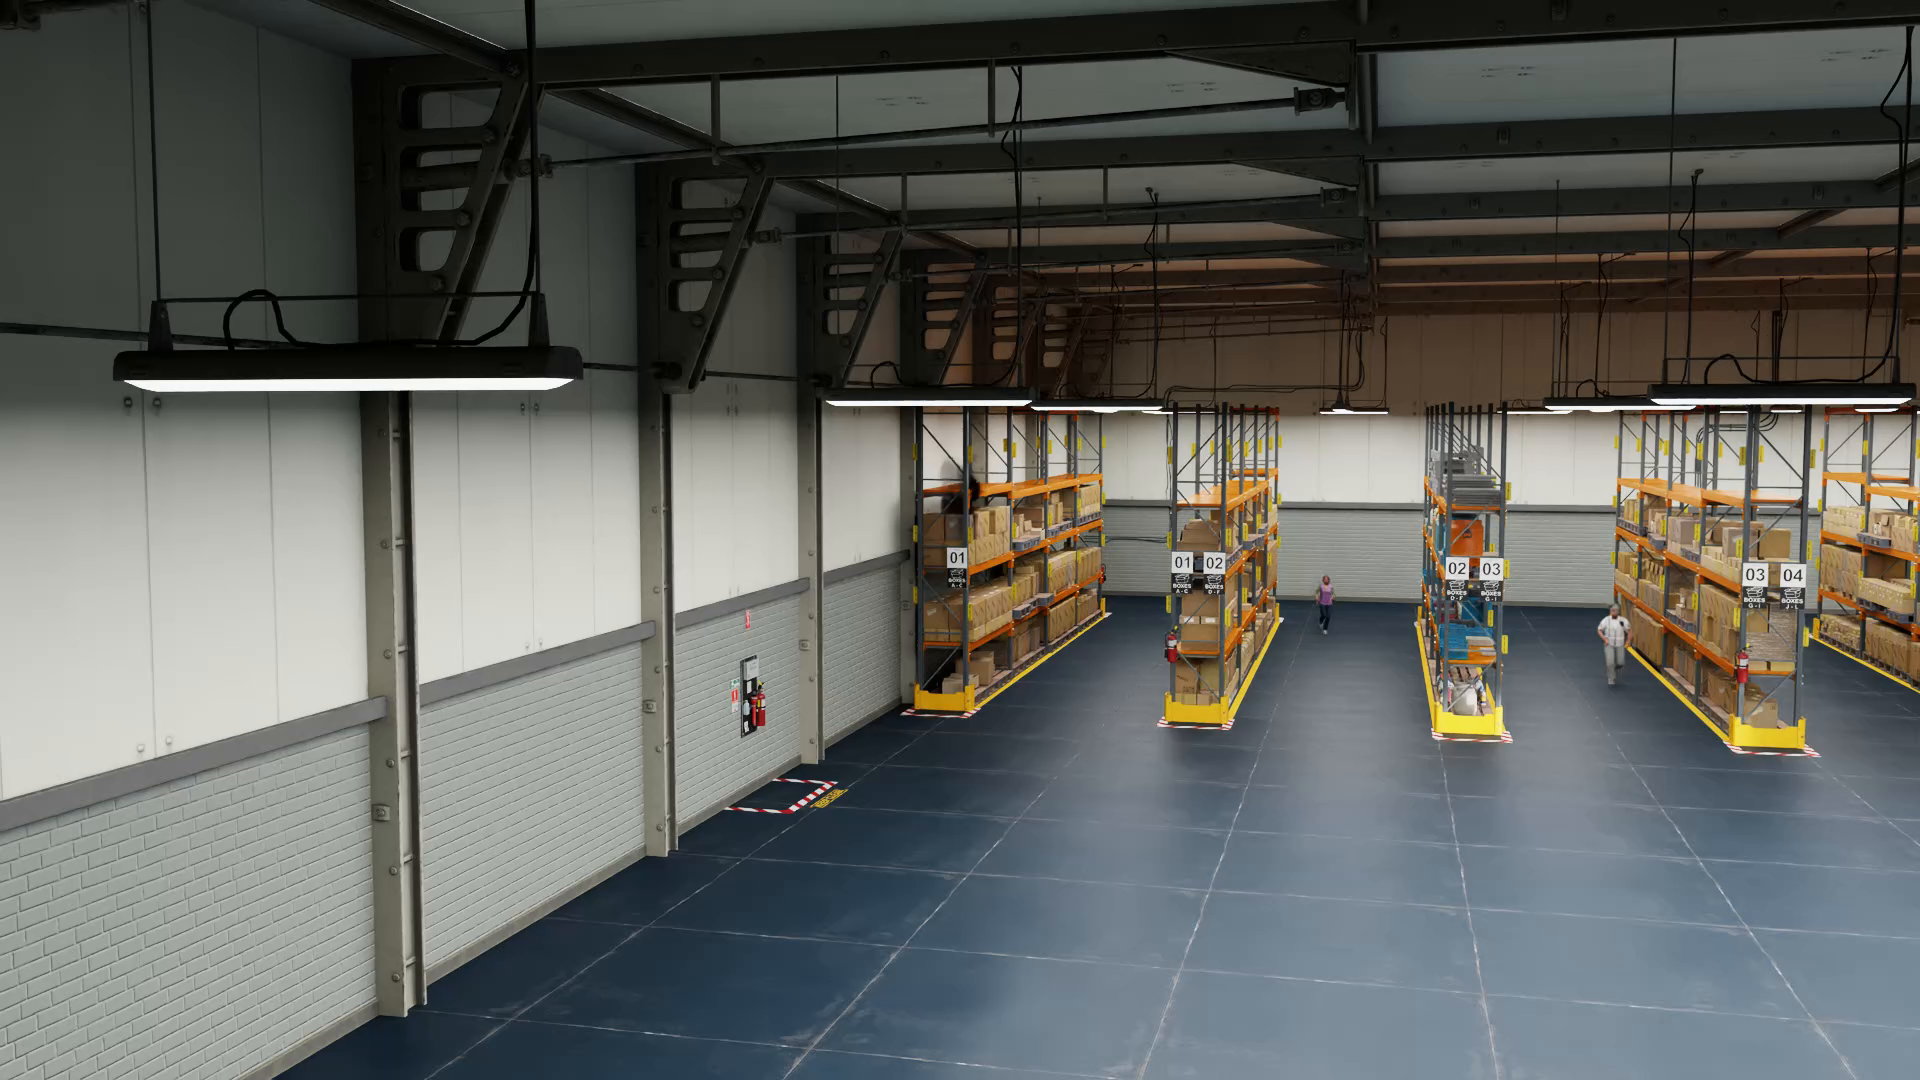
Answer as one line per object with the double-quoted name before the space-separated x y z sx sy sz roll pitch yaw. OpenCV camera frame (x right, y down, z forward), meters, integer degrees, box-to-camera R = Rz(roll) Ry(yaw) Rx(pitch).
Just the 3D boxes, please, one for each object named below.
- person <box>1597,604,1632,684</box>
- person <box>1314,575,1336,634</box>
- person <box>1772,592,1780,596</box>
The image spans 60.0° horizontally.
"person" 14.020 2.220 35.611 0.713 1.729 0.629 1 4 14
"person" 9.631 1.711 43.824 0.527 1.559 0.534 0 4 3
"person" 21.284 1.735 43.927 0.685 1.511 0.660 -3 5 -35
